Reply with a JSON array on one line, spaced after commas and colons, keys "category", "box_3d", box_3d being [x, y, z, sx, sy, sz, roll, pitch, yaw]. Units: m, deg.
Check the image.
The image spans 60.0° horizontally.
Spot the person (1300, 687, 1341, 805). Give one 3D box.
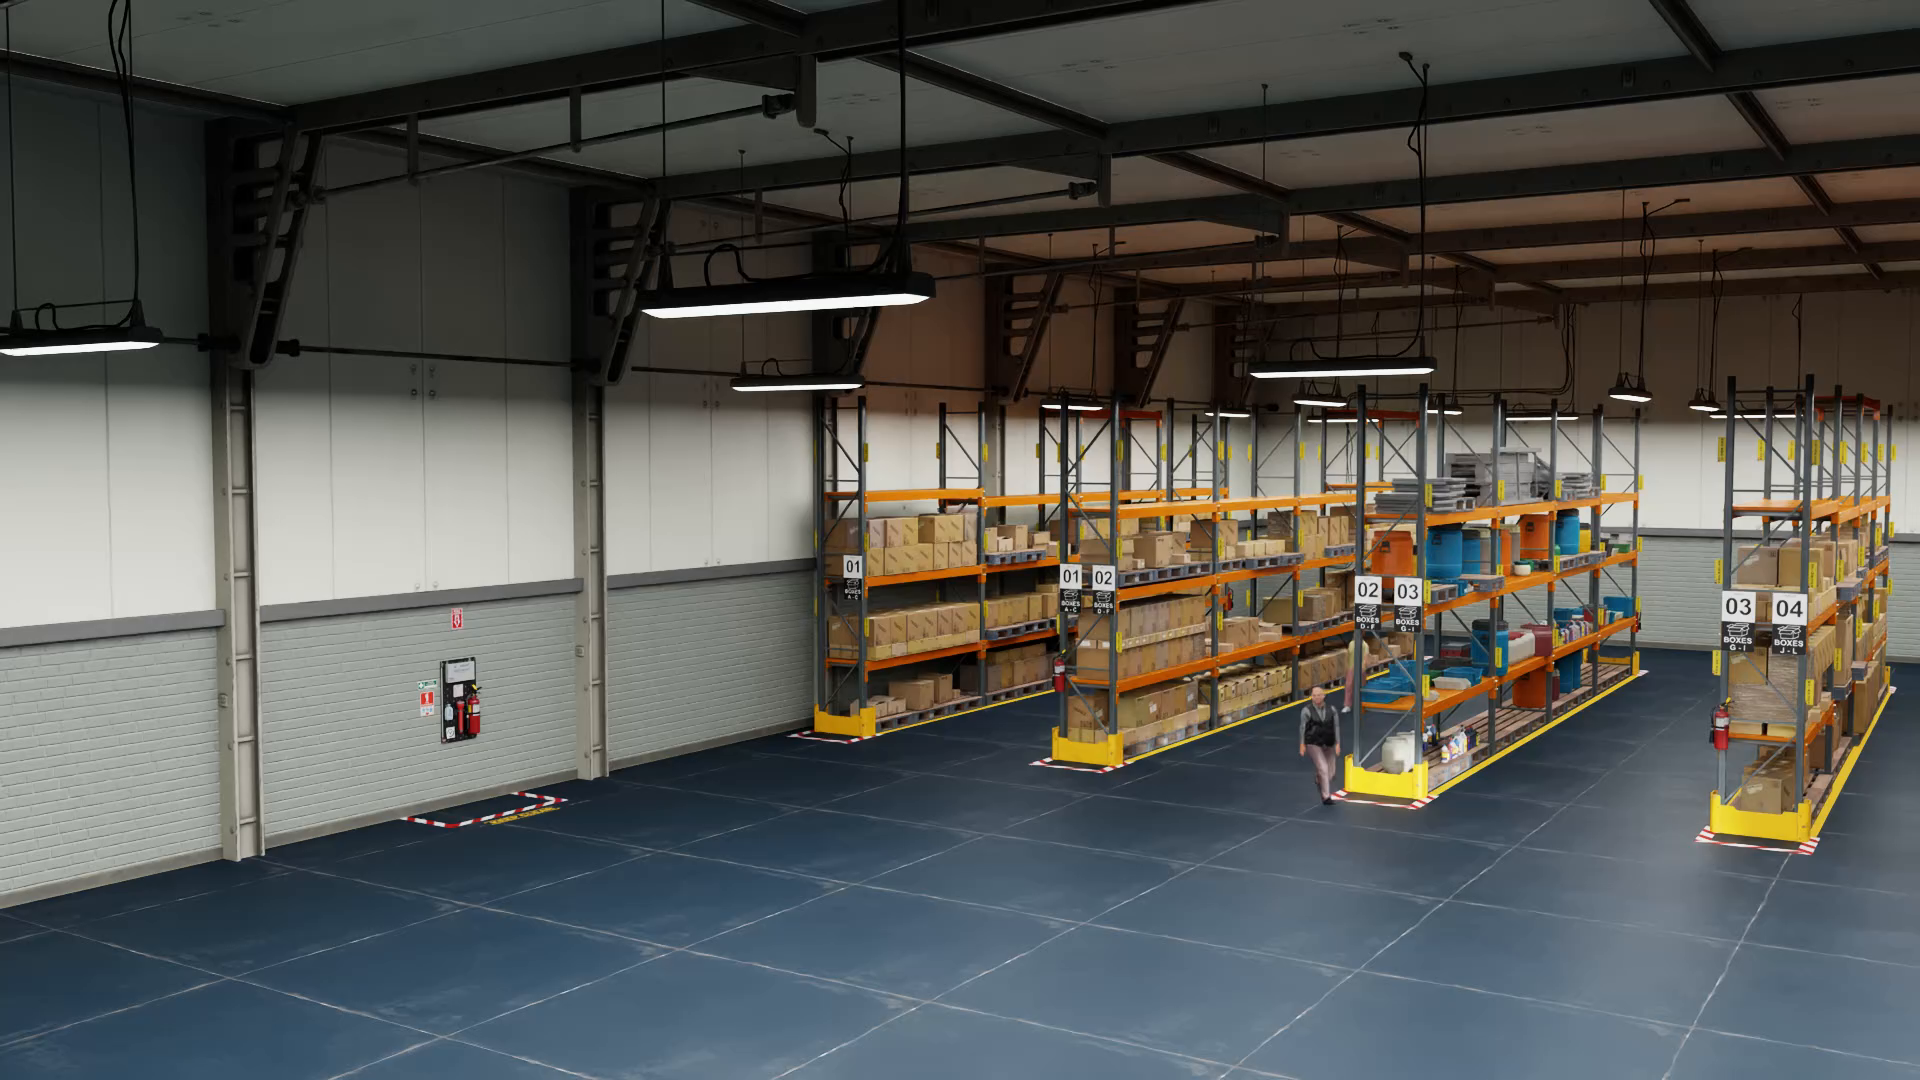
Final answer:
[{"category": "person", "box_3d": [5.163, 2.980, 23.809, 0.543, 1.555, 0.937, -1, 3, -12]}]

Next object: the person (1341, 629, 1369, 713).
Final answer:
[{"category": "person", "box_3d": [7.632, 2.490, 31.947, 0.433, 1.601, 1.044, 1, 3, 23]}]
